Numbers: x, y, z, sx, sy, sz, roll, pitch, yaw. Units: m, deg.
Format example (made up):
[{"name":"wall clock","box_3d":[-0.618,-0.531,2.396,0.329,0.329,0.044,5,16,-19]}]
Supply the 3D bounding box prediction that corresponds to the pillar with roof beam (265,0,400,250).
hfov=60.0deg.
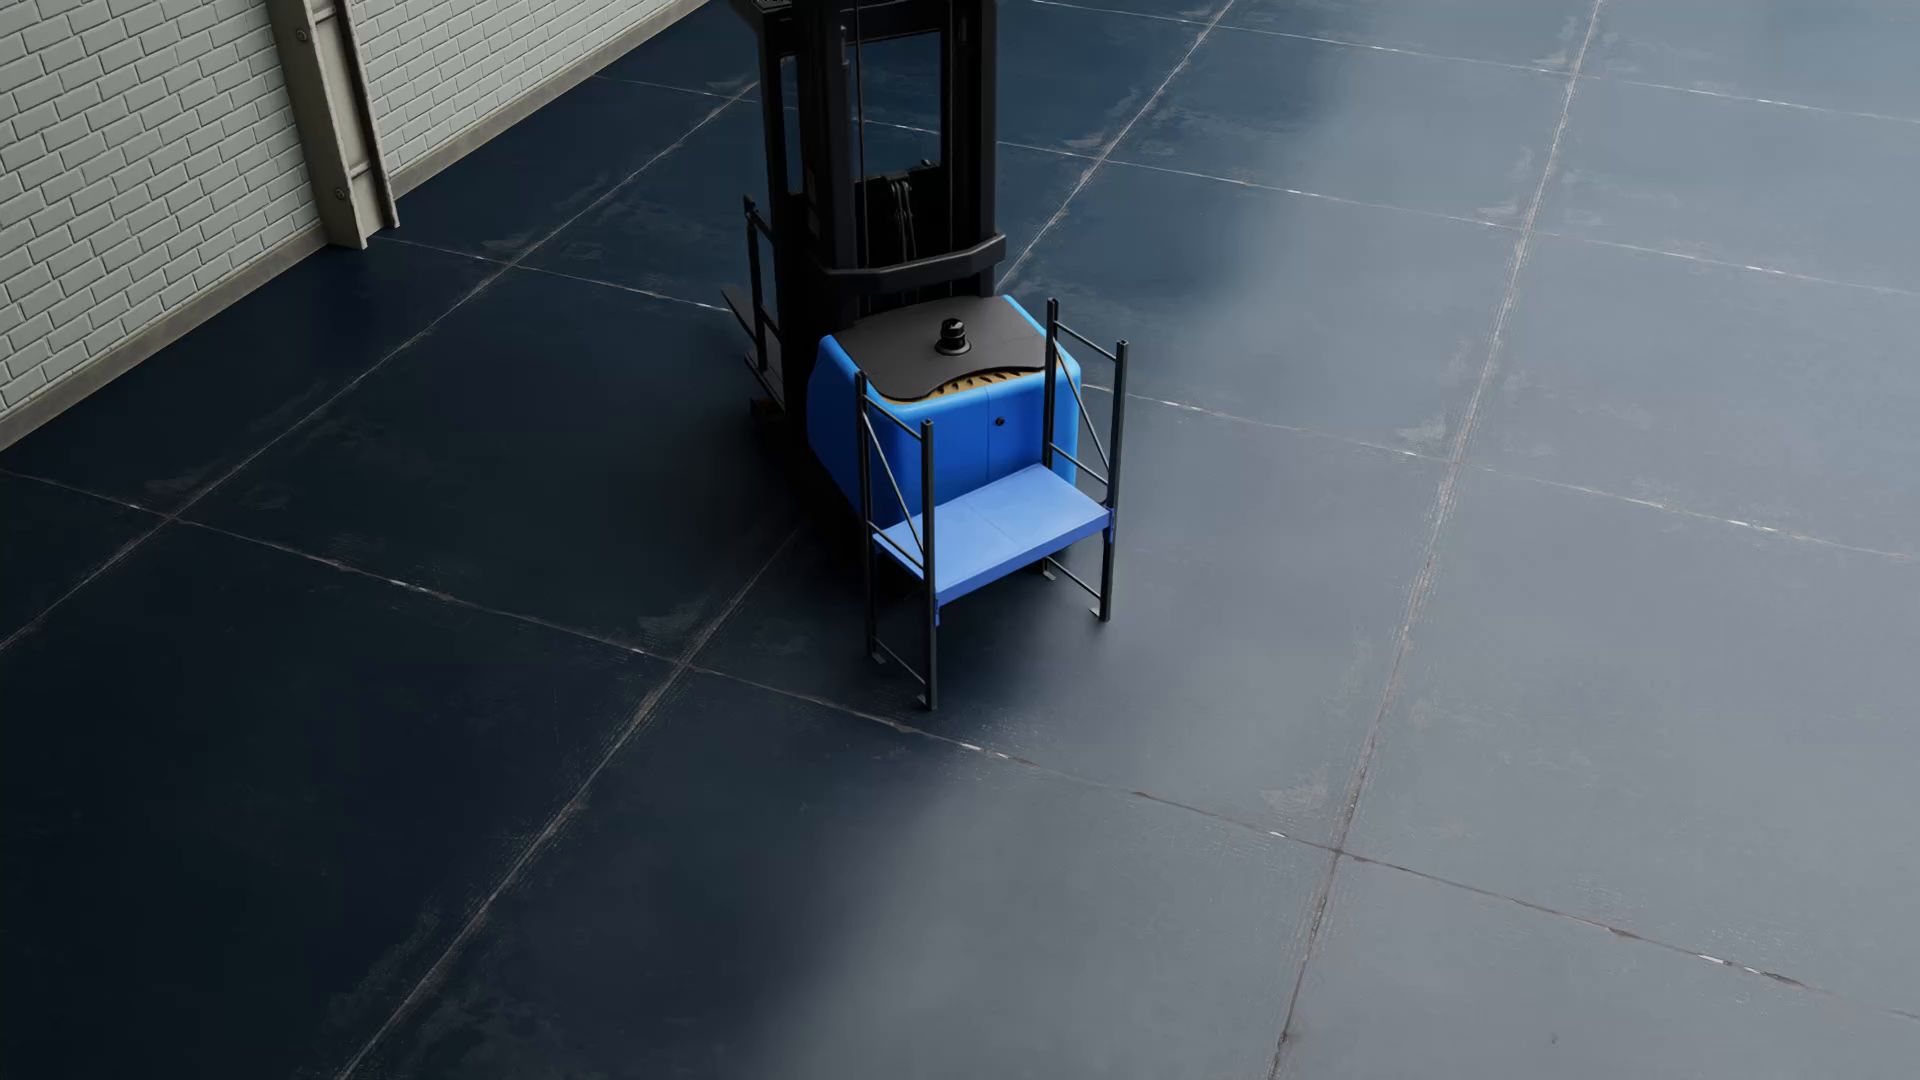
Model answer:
[{"name":"pillar with roof beam","box_3d":[-0.001,-4.670,7.083,9.100,9.000,0.400,14,39,18]}]

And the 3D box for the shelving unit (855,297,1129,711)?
[{"name":"shelving unit","box_3d":[0.139,-0.152,7.302,1.048,1.500,0.538,-24,43,-29]}]

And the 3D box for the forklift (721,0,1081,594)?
[{"name":"forklift","box_3d":[-0.502,-1.792,8.300,1.130,2.935,3.031,-15,39,-20]}]

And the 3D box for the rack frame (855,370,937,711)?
[{"name":"rack frame","box_3d":[-0.266,0.032,7.056,0.032,1.500,0.500,-24,43,-29]}]

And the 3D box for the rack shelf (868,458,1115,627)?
[{"name":"rack shelf","box_3d":[0.139,-0.008,7.410,1.000,0.185,0.538,-24,43,-29]}]

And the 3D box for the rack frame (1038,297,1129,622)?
[{"name":"rack frame","box_3d":[0.544,-0.336,7.548,0.032,1.500,0.500,-24,43,-29]}]
